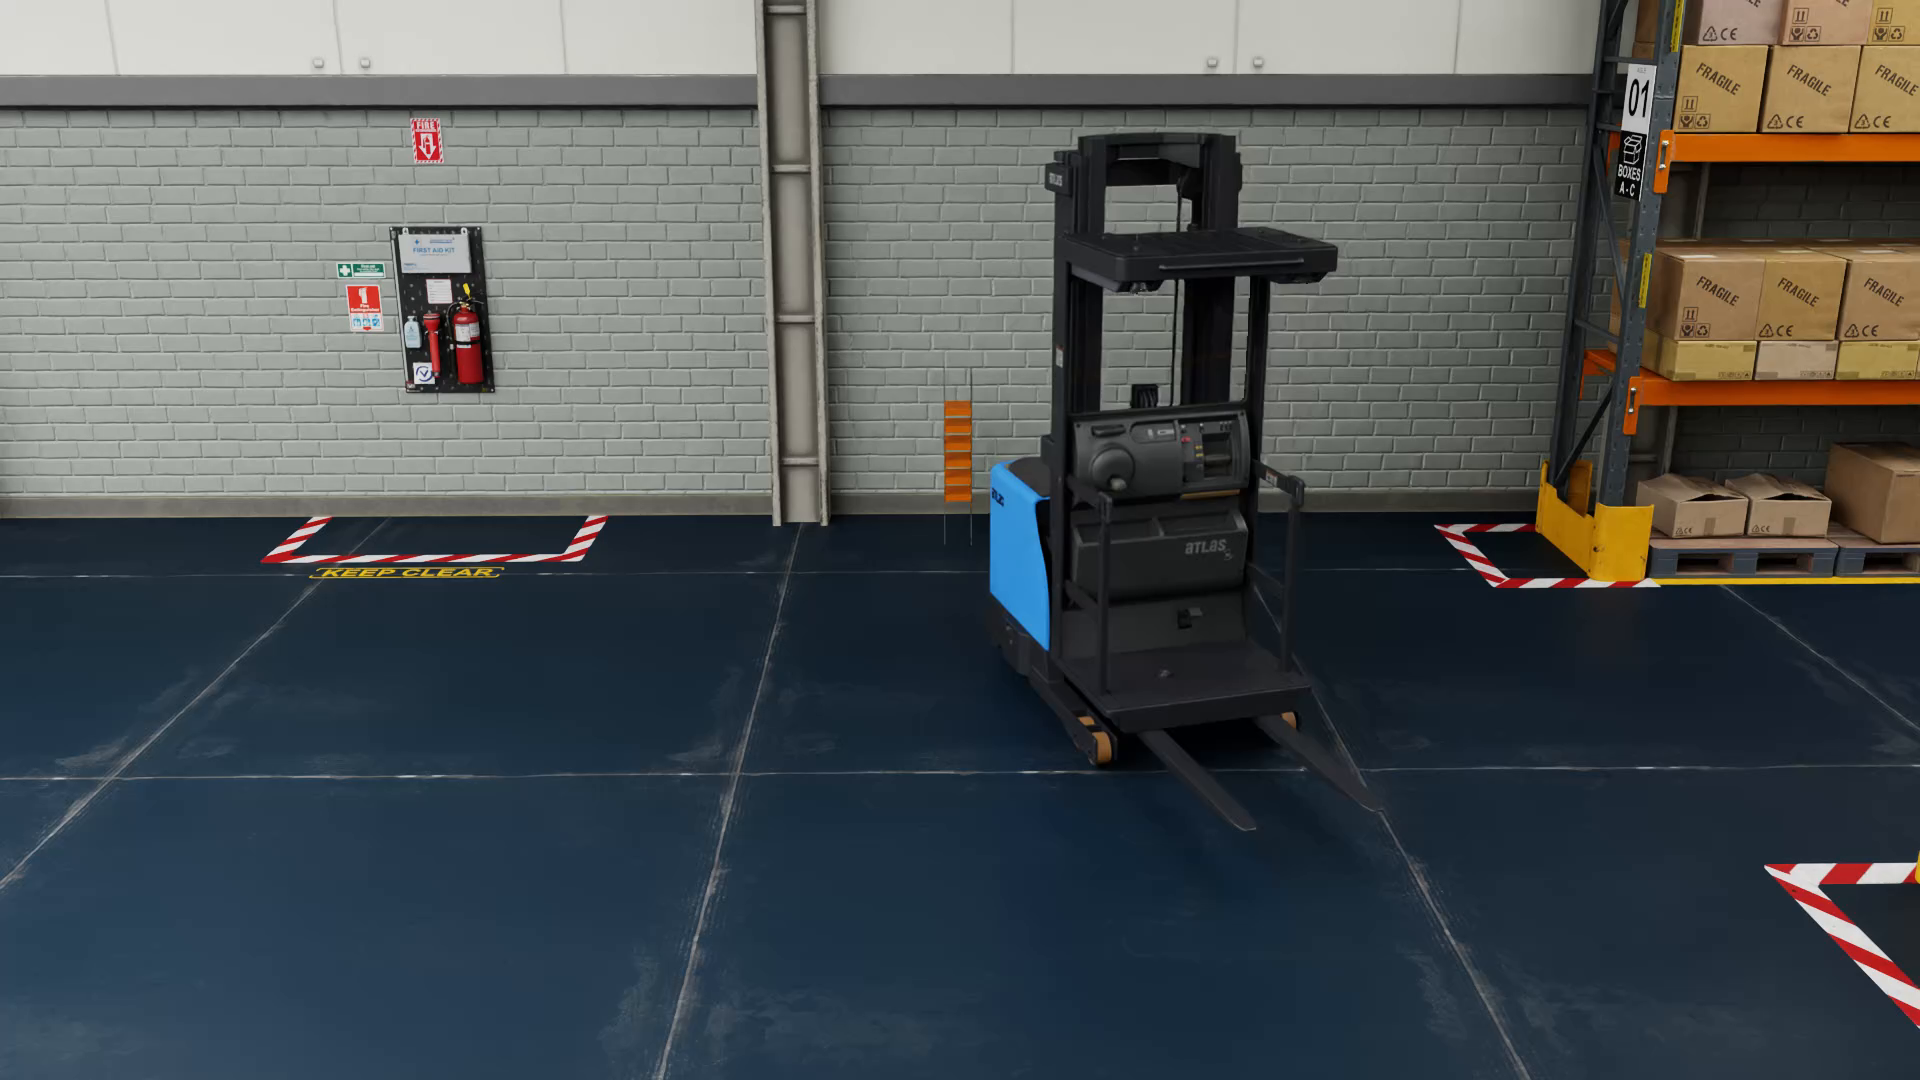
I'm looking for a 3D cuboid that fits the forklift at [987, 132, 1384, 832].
[{"bbox_3d":[1.074,-0.431,8.092,1.130,2.935,3.031,-5,19,-16],"label":"forklift"}]

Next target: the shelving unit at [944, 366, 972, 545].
[{"bbox_3d":[-0.014,-0.571,11.364,0.189,1.200,0.258,0,18,-1],"label":"shelving unit"}]

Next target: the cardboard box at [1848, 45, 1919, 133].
[{"bbox_3d":[5.569,-2.745,10.086,0.500,0.500,0.500,1,18,2],"label":"cardboard box"}]

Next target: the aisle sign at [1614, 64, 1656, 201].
[{"bbox_3d":[4.107,-2.484,10.126,0.004,0.787,0.394,0,18,-1],"label":"aisle sign"}]

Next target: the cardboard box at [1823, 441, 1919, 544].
[{"bbox_3d":[6.172,-0.325,11.021,0.500,0.500,0.700,-1,18,-4],"label":"cardboard box"}]

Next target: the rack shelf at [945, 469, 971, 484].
[{"bbox_3d":[-0.014,-0.415,11.414,0.180,0.103,0.258,0,18,-1],"label":"rack shelf"}]

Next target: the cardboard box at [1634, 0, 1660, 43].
[{"bbox_3d":[4.601,-3.382,10.436,0.500,0.500,0.500,1,18,2],"label":"cardboard box"}]

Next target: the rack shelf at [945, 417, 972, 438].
[{"bbox_3d":[-0.014,-0.757,11.304,0.180,0.103,0.258,0,18,-1],"label":"rack shelf"}]

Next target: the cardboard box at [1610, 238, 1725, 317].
[{"bbox_3d":[4.642,-1.701,10.924,0.500,0.500,0.500,0,18,-1],"label":"cardboard box"}]

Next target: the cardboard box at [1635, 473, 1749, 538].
[{"bbox_3d":[4.868,-0.244,11.078,0.500,0.311,0.500,-2,18,-7],"label":"cardboard box"}]

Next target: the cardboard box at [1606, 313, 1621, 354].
[{"bbox_3d":[4.639,-1.338,11.021,0.500,0.250,0.500,0,18,0],"label":"cardboard box"}]

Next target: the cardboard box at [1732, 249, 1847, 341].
[{"bbox_3d":[5.151,-1.544,10.434,0.500,0.500,0.500,0,18,-1],"label":"cardboard box"}]

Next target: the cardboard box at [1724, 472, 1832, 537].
[{"bbox_3d":[5.438,-0.246,11.086,0.500,0.311,0.500,1,18,4],"label":"cardboard box"}]

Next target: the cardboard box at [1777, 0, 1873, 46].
[{"bbox_3d":[5.066,-3.215,9.914,0.500,0.500,0.500,0,18,-1],"label":"cardboard box"}]

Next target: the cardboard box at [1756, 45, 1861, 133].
[{"bbox_3d":[5.050,-2.741,10.074,0.500,0.500,0.500,1,18,3],"label":"cardboard box"}]

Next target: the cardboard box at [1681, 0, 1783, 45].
[{"bbox_3d":[4.563,-3.228,9.955,0.500,0.500,0.500,-2,18,-5],"label":"cardboard box"}]

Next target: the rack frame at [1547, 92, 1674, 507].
[{"bbox_3d":[4.174,-1.339,10.810,0.127,3.000,1.000,0,18,-1],"label":"rack frame"}]

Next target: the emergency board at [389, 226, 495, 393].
[{"bbox_3d":[-3.610,-1.577,11.553,0.643,1.169,0.194,0,18,-1],"label":"emergency board"}]

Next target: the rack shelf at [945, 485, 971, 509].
[{"bbox_3d":[-0.014,-0.300,11.451,0.180,0.103,0.258,0,18,-1],"label":"rack shelf"}]

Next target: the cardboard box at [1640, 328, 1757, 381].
[{"bbox_3d":[4.667,-1.182,10.534,0.500,0.250,0.500,-1,18,-2],"label":"cardboard box"}]

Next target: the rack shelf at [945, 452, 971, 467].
[{"bbox_3d":[-0.014,-0.529,11.378,0.180,0.103,0.258,0,18,-1],"label":"rack shelf"}]

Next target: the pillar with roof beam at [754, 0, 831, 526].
[{"bbox_3d":[-1.071,-3.119,6.538,0.400,9.000,9.100,0,18,-1],"label":"pillar with roof beam"}]

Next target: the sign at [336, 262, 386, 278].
[{"bbox_3d":[-4.160,-1.872,11.548,0.331,0.109,0.001,0,18,-1],"label":"sign"}]

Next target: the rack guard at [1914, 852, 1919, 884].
[{"bbox_3d":[4.232,1.365,6.475,0.348,0.500,1.175,0,18,-1],"label":"rack guard"}]

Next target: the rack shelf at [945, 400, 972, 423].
[{"bbox_3d":[-0.014,-0.872,11.268,0.180,0.103,0.258,0,18,-1],"label":"rack shelf"}]

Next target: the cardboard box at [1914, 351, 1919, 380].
[{"bbox_3d":[6.201,-1.191,10.563,0.500,0.250,0.500,0,18,0],"label":"cardboard box"}]

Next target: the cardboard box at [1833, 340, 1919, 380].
[{"bbox_3d":[5.696,-1.190,10.558,0.500,0.250,0.500,-1,18,-2],"label":"cardboard box"}]

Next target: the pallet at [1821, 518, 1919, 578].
[{"bbox_3d":[6.280,-0.009,11.231,1.213,0.211,1.003,0,18,-1],"label":"pallet"}]

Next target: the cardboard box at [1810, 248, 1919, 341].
[{"bbox_3d":[5.667,-1.544,10.436,0.500,0.500,0.500,-1,18,-3],"label":"cardboard box"}]

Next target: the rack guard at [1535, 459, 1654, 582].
[{"bbox_3d":[4.250,-0.149,11.193,0.348,0.500,1.175,0,18,-1],"label":"rack guard"}]

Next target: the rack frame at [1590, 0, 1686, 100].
[{"bbox_3d":[4.174,-4.195,9.893,0.127,3.000,1.000,0,18,-1],"label":"rack frame"}]

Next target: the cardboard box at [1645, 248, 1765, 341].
[{"bbox_3d":[4.656,-1.544,10.436,0.500,0.500,0.500,0,18,-1],"label":"cardboard box"}]

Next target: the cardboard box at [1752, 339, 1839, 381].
[{"bbox_3d":[5.186,-1.189,10.556,0.500,0.250,0.500,-1,18,-3],"label":"cardboard box"}]

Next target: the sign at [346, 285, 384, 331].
[{"bbox_3d":[-4.165,-1.623,11.637,0.234,0.329,0.001,0,18,-1],"label":"sign"}]

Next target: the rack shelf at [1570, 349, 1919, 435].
[{"bbox_3d":[6.174,-1.006,10.950,4.000,0.370,1.077,0,18,-1],"label":"rack shelf"}]

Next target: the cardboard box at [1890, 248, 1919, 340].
[{"bbox_3d":[6.183,-1.550,10.455,0.500,0.500,0.500,0,18,1],"label":"cardboard box"}]

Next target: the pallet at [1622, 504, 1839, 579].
[{"bbox_3d":[5.063,-0.004,11.215,1.213,0.211,1.003,0,18,-1],"label":"pallet"}]

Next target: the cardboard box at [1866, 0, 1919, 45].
[{"bbox_3d":[5.578,-3.221,9.933,0.500,0.500,0.500,0,18,1],"label":"cardboard box"}]

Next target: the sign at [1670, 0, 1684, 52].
[{"bbox_3d":[4.183,-3.017,9.701,0.005,0.325,0.100,0,18,-1],"label":"sign"}]

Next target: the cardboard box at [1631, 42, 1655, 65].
[{"bbox_3d":[4.588,-2.903,10.580,0.500,0.500,0.500,1,18,3],"label":"cardboard box"}]

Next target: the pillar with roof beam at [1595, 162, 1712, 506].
[{"bbox_3d":[4.929,-3.148,6.629,0.400,9.000,9.100,0,18,-1],"label":"pillar with roof beam"}]

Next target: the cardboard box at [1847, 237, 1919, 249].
[{"bbox_3d":[6.166,-1.707,10.942,0.500,0.500,0.500,0,18,0],"label":"cardboard box"}]

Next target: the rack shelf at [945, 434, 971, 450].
[{"bbox_3d":[-0.014,-0.643,11.341,0.180,0.103,0.258,0,18,-1],"label":"rack shelf"}]

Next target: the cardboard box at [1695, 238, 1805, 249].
[{"bbox_3d":[5.146,-1.700,10.923,0.500,0.500,0.500,0,18,0],"label":"cardboard box"}]

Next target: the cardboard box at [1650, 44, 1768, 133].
[{"bbox_3d":[4.513,-2.749,10.100,0.500,0.500,0.500,0,18,1],"label":"cardboard box"}]

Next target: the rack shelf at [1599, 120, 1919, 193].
[{"bbox_3d":[6.174,-2.434,10.491,4.000,0.370,1.077,0,18,-1],"label":"rack shelf"}]

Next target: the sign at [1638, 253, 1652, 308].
[{"bbox_3d":[4.183,-1.585,10.161,0.005,0.325,0.100,0,18,-1],"label":"sign"}]

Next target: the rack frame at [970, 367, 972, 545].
[{"bbox_3d":[0.077,-0.572,11.365,0.006,1.200,0.240,0,18,-1],"label":"rack frame"}]

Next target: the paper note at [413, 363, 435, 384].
[{"bbox_3d":[-3.788,-1.178,11.750,0.142,0.148,0.016,0,18,-1],"label":"paper note"}]

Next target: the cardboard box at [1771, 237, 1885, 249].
[{"bbox_3d":[5.663,-1.704,10.934,0.500,0.500,0.500,-1,18,-2],"label":"cardboard box"}]

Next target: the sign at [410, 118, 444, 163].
[{"bbox_3d":[-3.620,-2.711,11.293,0.199,0.298,0.001,0,18,-1],"label":"sign"}]
